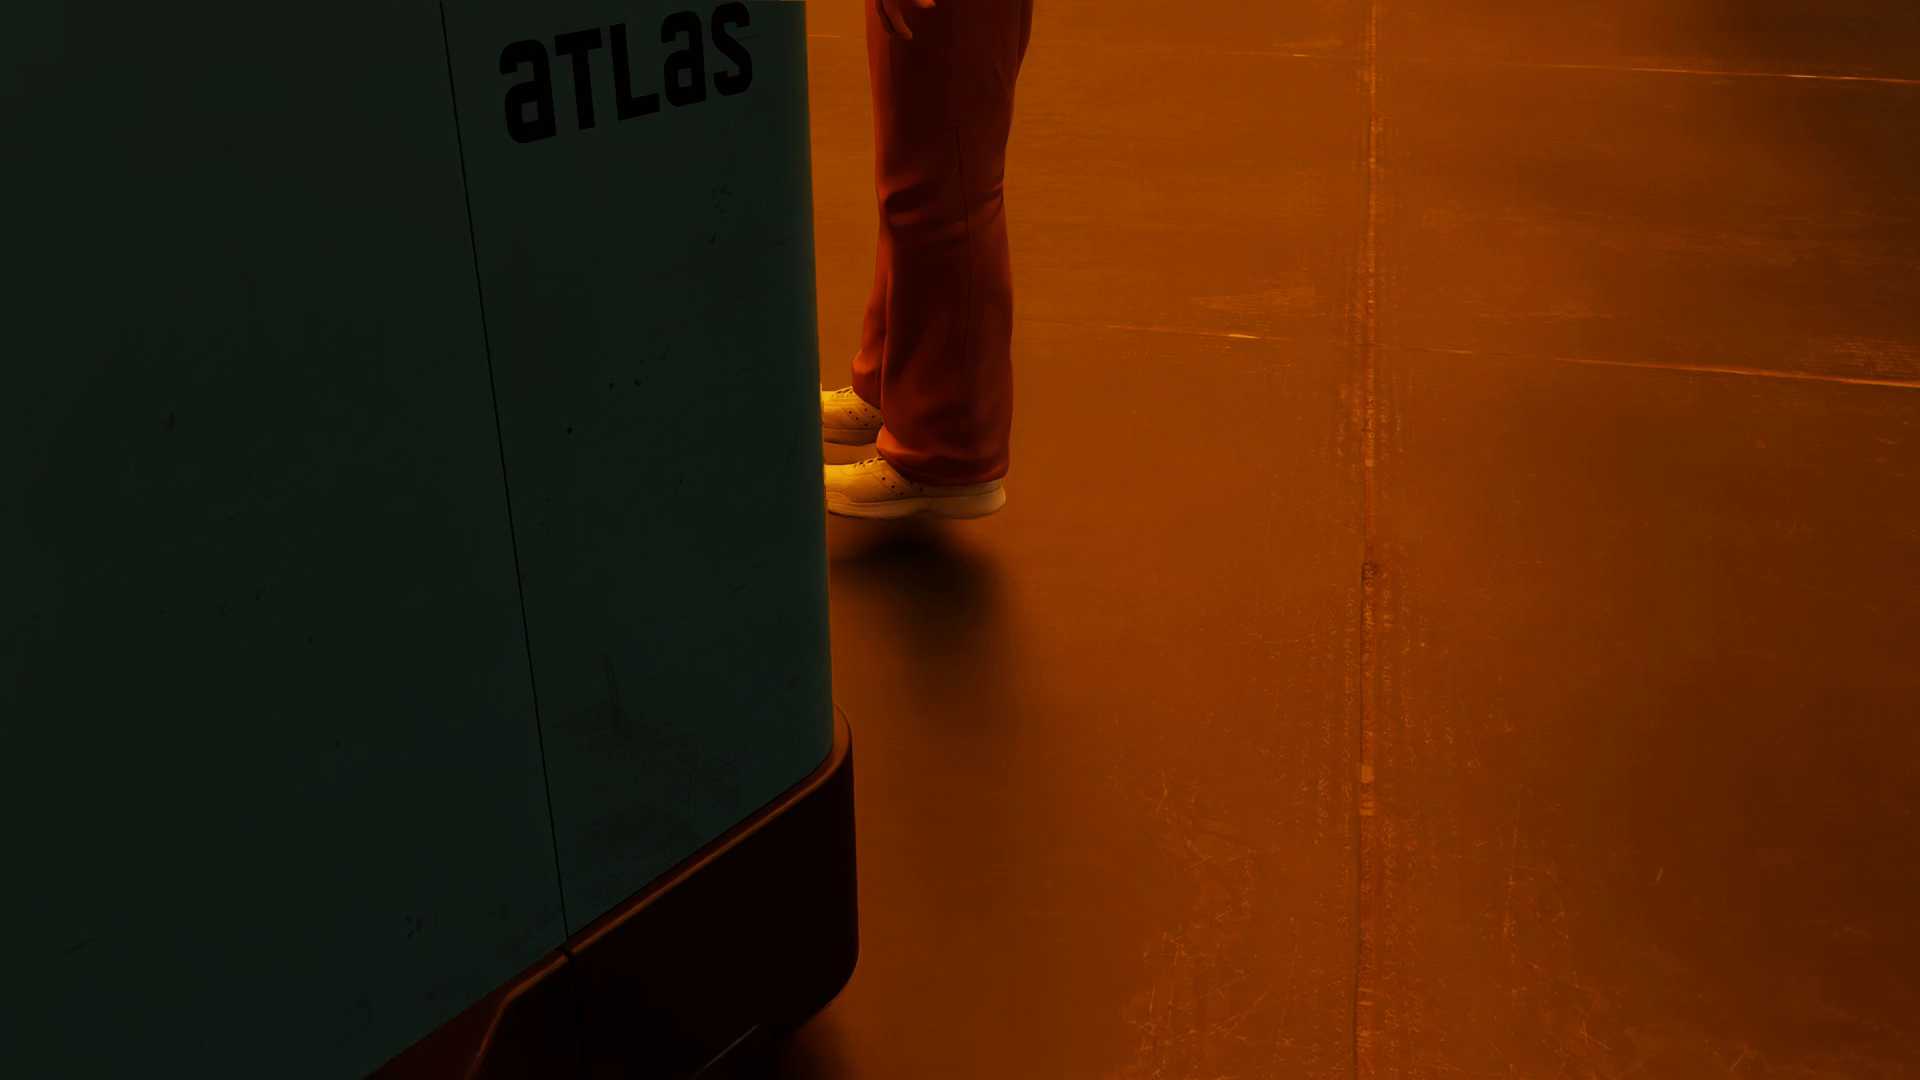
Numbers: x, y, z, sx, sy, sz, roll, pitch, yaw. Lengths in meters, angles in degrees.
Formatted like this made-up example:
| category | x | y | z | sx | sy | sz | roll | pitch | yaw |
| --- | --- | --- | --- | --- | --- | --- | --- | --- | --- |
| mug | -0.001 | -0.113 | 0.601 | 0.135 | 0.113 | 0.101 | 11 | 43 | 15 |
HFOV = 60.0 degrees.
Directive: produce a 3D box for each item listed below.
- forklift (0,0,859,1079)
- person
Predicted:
| category | x | y | z | sx | sy | sz | roll | pitch | yaw |
| --- | --- | --- | --- | --- | --- | --- | --- | --- | --- |
| forklift | -1.392 | -0.467 | 0.172 | 1.130 | 2.935 | 3.031 | 19 | 32 | 33 |
| person | -0.069 | -0.802 | 2.125 | 0.549 | 1.676 | 0.553 | 6 | 27 | 11 |
